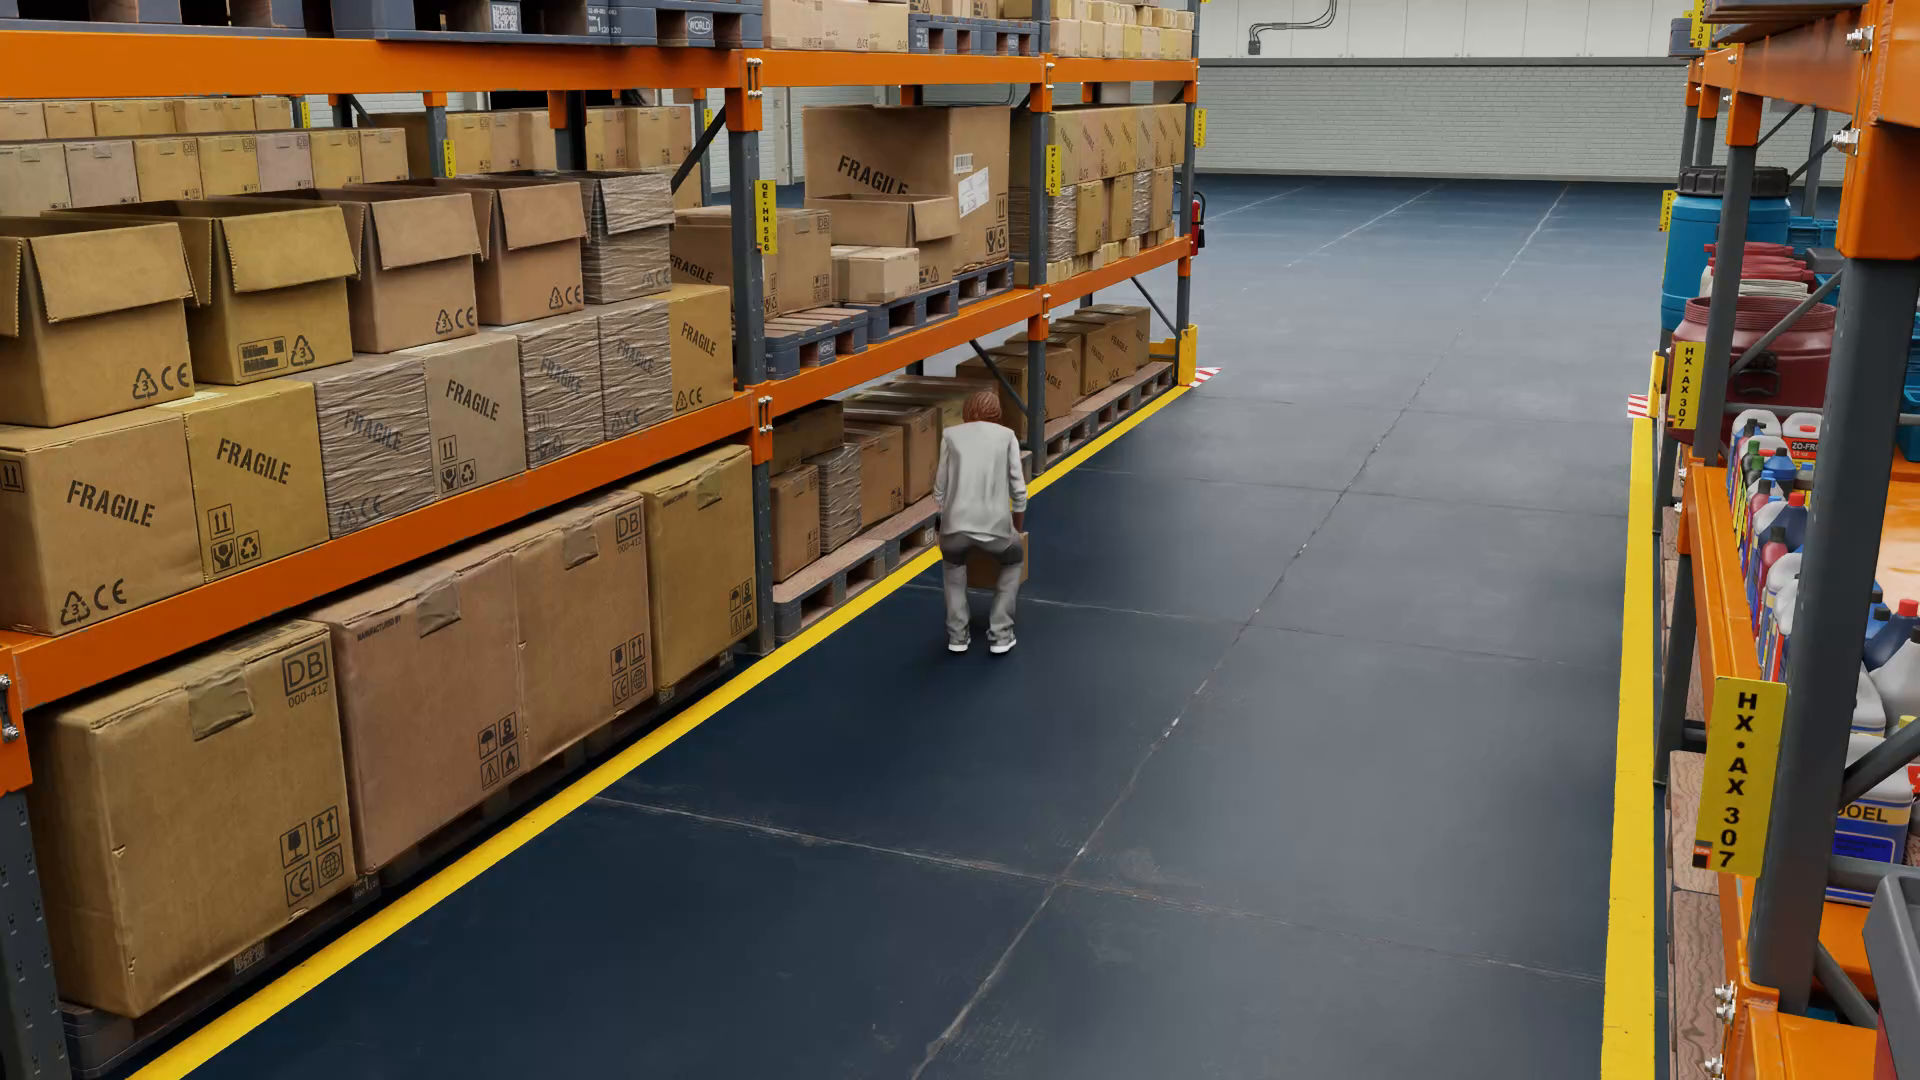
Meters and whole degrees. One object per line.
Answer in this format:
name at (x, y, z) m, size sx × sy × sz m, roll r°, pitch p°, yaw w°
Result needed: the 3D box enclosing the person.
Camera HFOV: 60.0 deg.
person at (0.076, -0.072, 8.013) m, size 0.462 × 1.217 × 0.698 m, roll 3°, pitch 16°, yaw 10°
